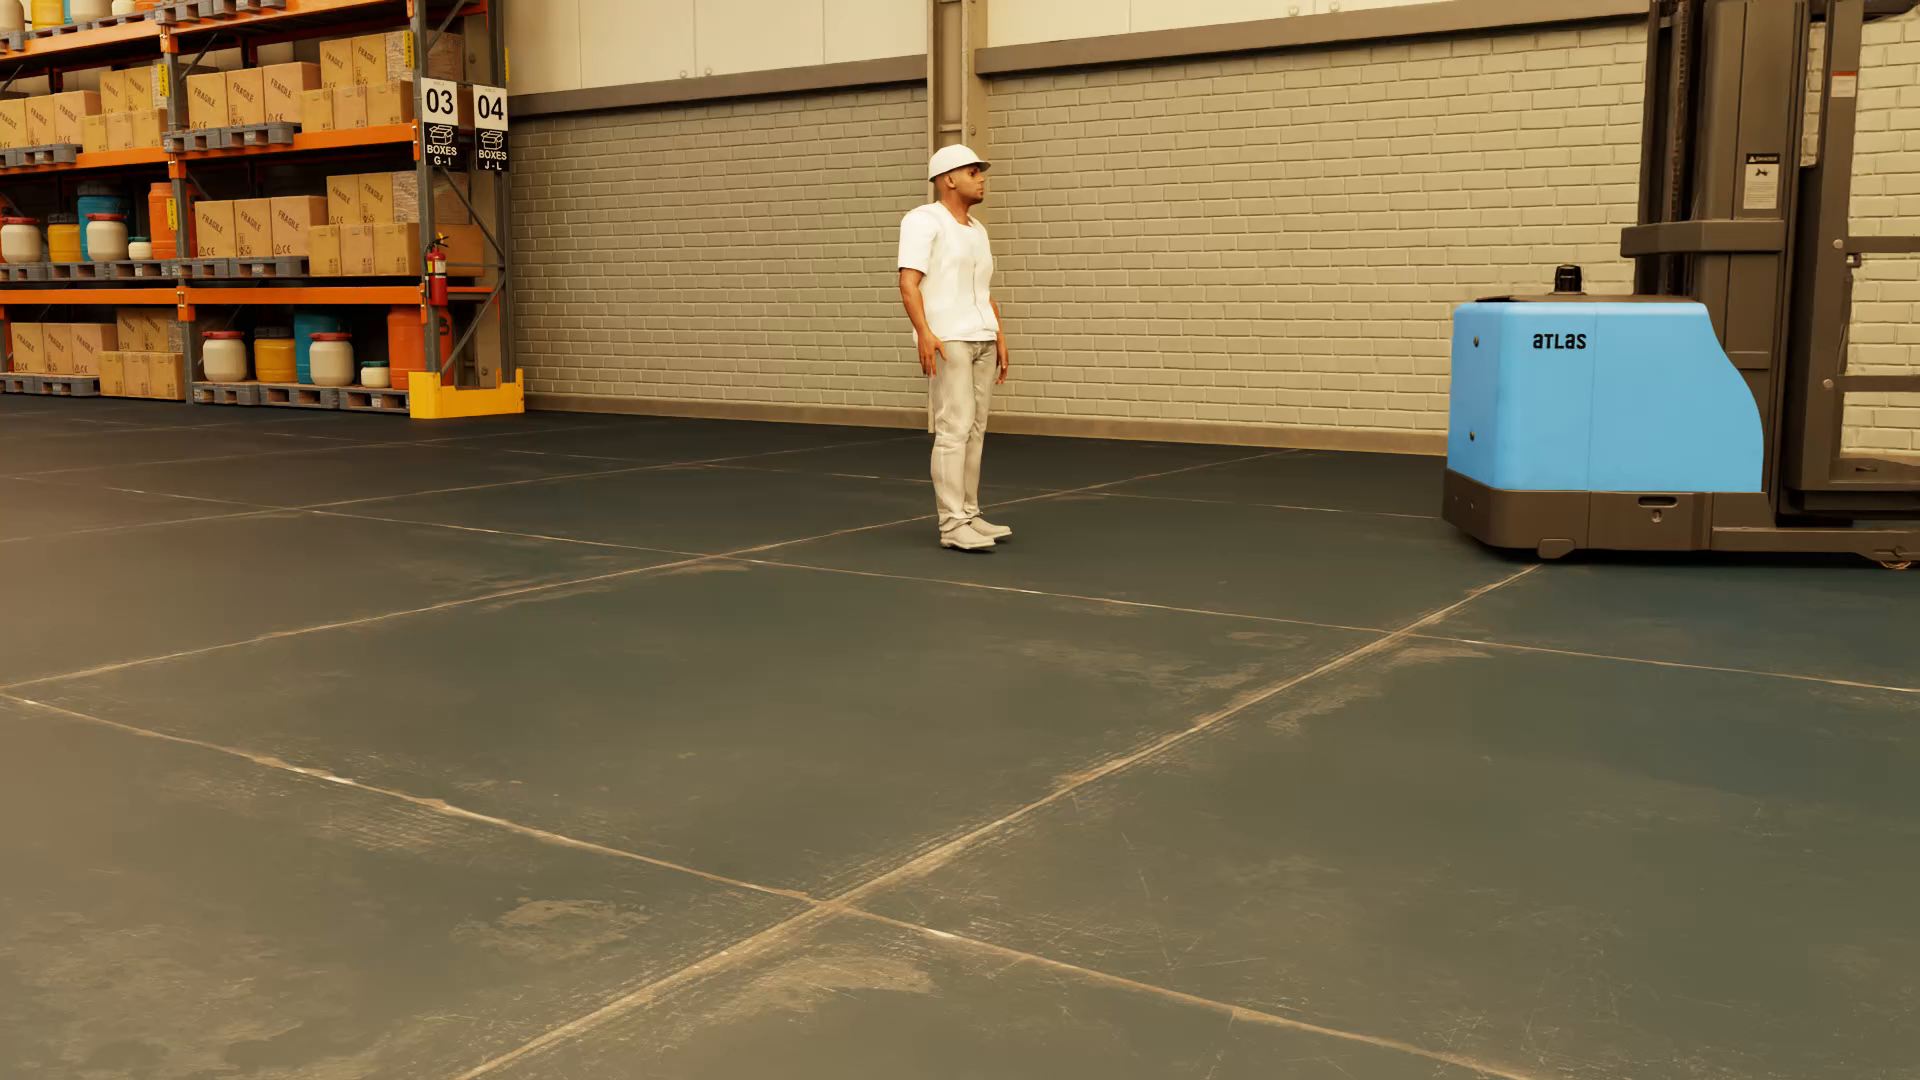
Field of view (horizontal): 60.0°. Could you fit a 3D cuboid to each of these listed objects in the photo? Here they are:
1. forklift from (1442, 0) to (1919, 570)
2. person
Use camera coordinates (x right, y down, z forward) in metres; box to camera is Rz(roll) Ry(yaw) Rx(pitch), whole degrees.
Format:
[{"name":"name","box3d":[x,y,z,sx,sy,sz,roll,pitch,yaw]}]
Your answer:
[{"name":"forklift","box3d":[3.743,-1.405,7.076,3.031,2.935,1.130,1,8,4]},{"name":"person","box3d":[0.054,-0.876,7.435,0.577,1.765,0.666,5,10,34]}]
